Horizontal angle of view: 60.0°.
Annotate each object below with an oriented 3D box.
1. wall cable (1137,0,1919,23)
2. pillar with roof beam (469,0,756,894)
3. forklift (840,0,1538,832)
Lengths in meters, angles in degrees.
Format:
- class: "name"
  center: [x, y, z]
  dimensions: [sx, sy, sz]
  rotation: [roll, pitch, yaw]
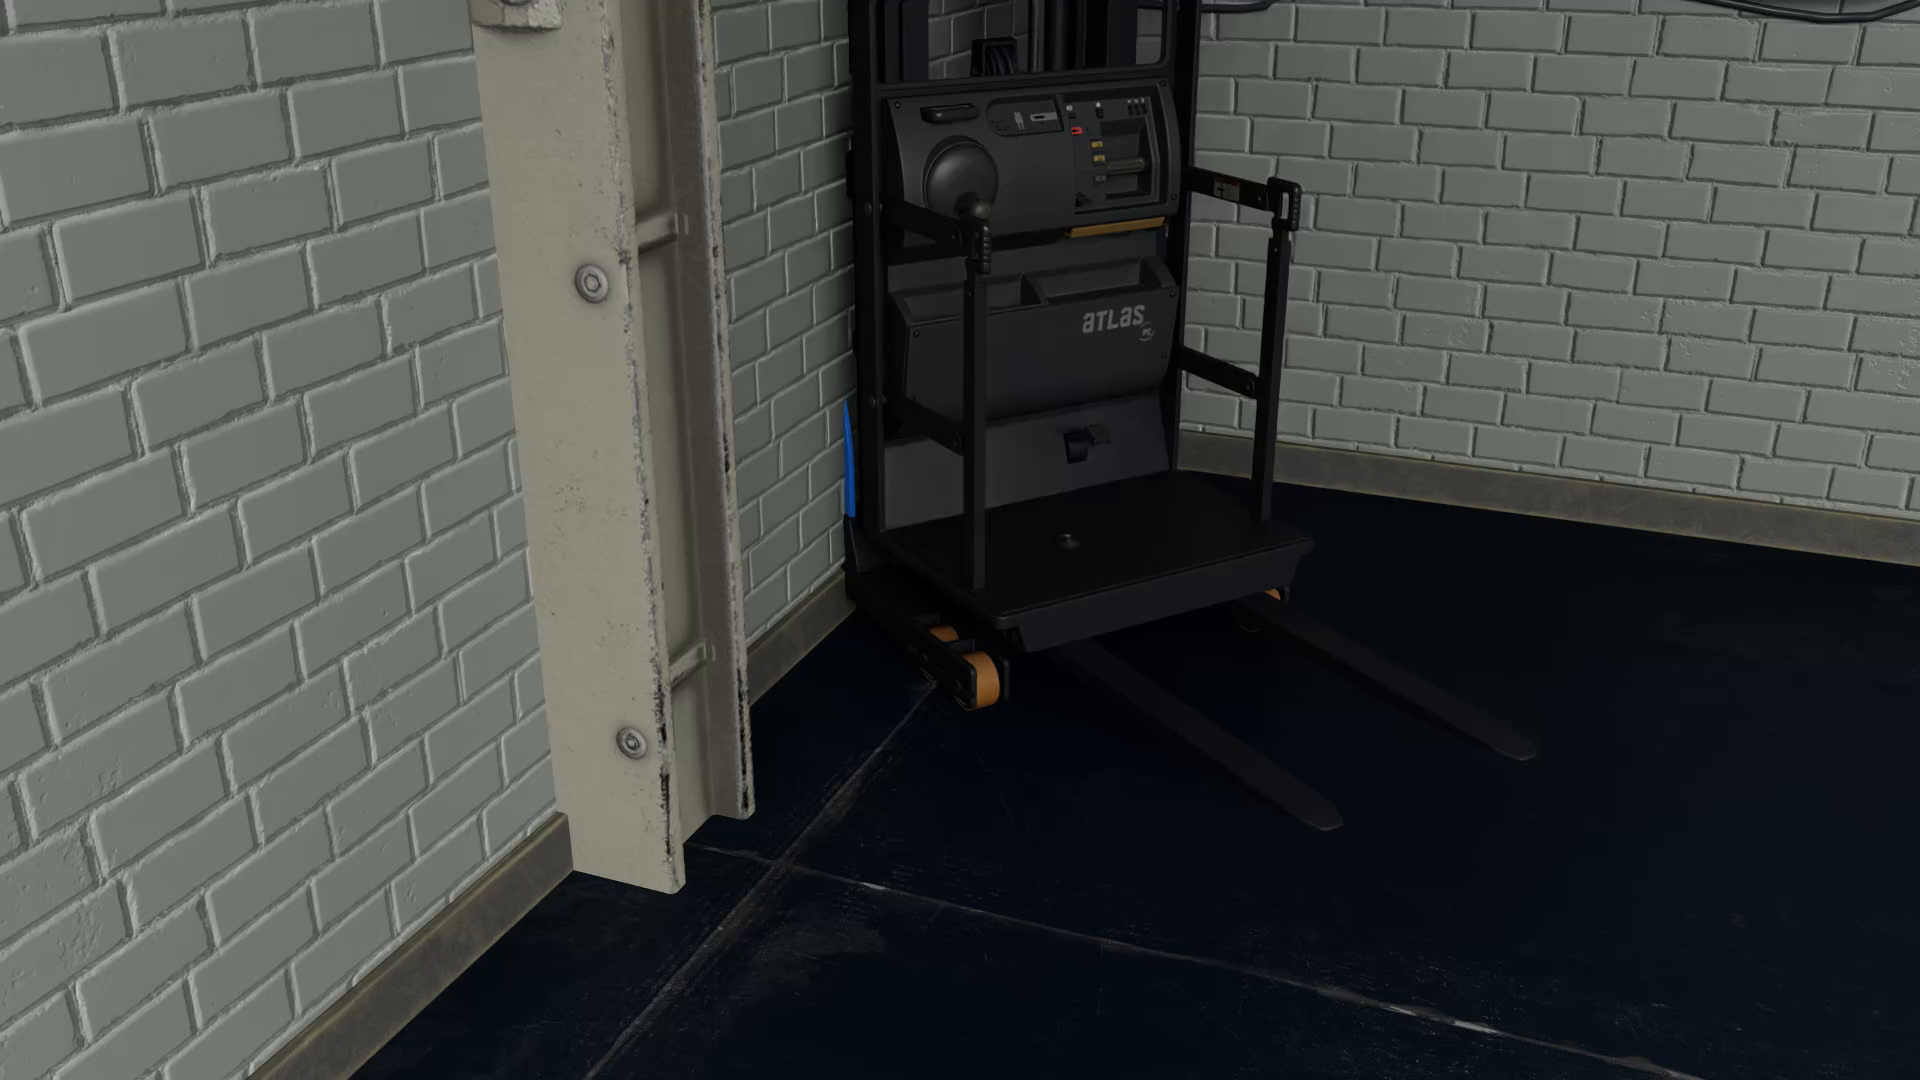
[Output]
- class: "wall cable"
  center: [1.599, -2.866, 4.964]
  dimensions: [3.097, 2.526, 0.112]
  rotation: [9, 24, 20]
- class: "pillar with roof beam"
  center: [3.274, -2.817, 0.819]
  dimensions: [9.100, 9.000, 0.400]
  rotation: [9, 24, 20]
- class: "forklift"
  center: [0.334, -1.080, 4.532]
  dimensions: [1.130, 2.935, 3.031]
  rotation: [-12, 26, -27]
